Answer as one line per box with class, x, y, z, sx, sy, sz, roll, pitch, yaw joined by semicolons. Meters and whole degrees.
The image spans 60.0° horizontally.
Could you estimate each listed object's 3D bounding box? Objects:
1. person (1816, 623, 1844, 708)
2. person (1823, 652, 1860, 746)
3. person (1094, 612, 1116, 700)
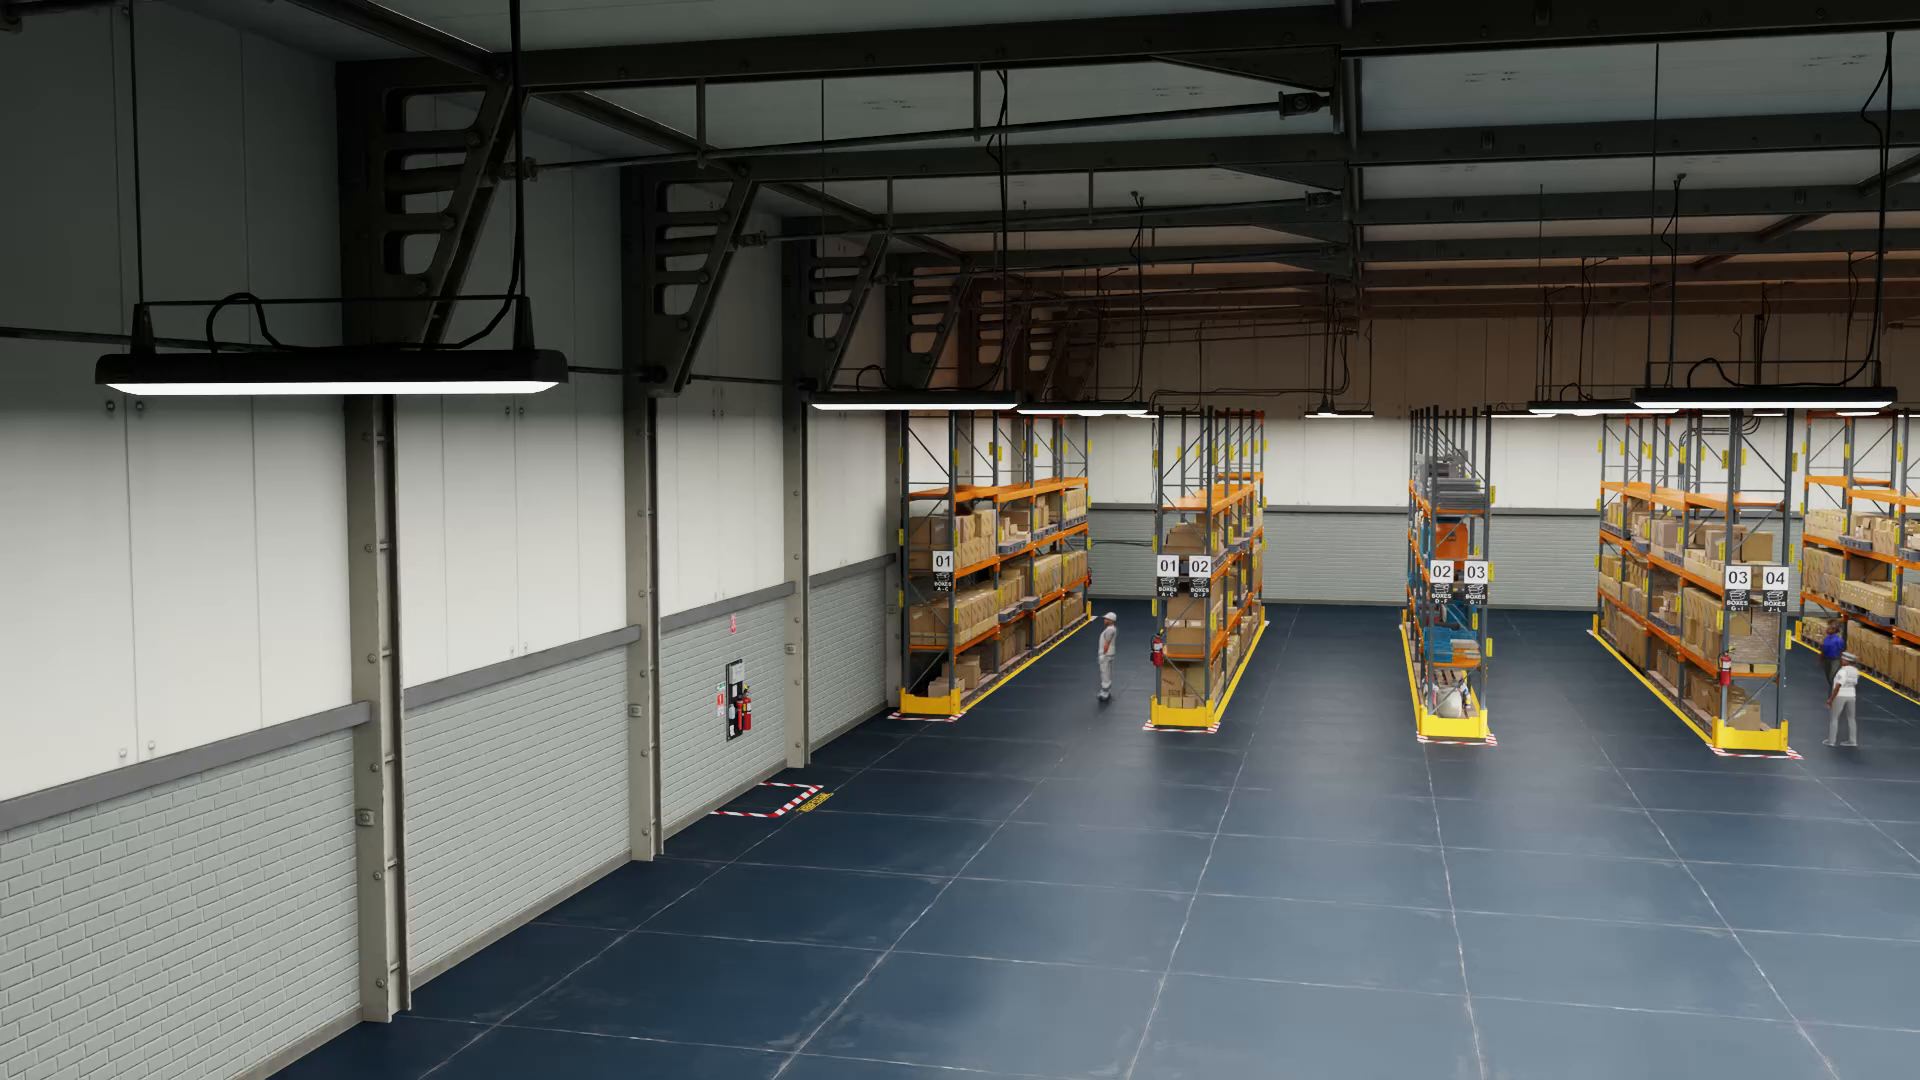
person;17.481;2.509;33.382;0.726;1.666;0.525;-2;5;-29
person;15.506;2.796;29.214;0.508;1.678;0.454;0;4;-2
person;2.957;2.377;34.197;0.538;1.793;0.577;2;4;20
